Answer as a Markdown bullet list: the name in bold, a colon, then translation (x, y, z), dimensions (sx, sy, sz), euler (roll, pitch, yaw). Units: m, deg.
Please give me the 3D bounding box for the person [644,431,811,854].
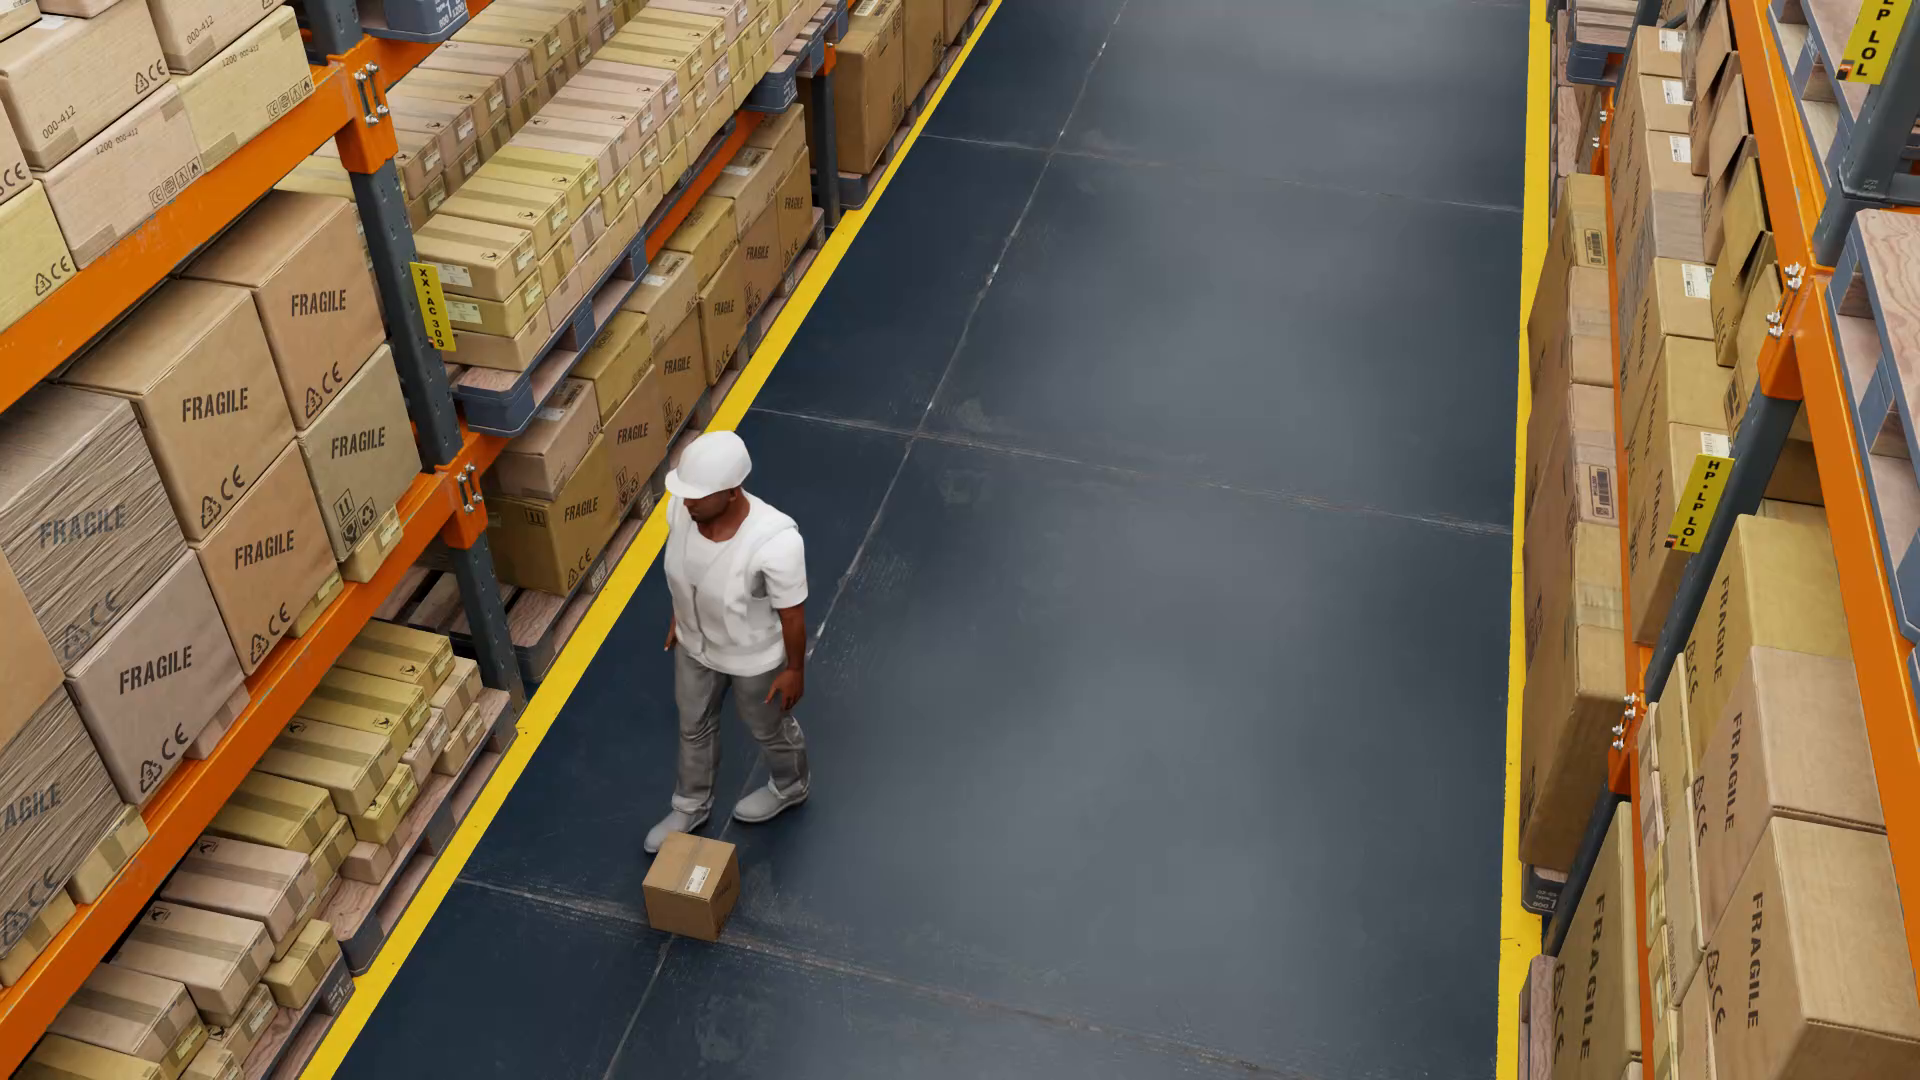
- **person**: translation (-0.836, 0.405, 5.666), dimensions (0.577, 1.761, 0.625), euler (24, 46, 25)
